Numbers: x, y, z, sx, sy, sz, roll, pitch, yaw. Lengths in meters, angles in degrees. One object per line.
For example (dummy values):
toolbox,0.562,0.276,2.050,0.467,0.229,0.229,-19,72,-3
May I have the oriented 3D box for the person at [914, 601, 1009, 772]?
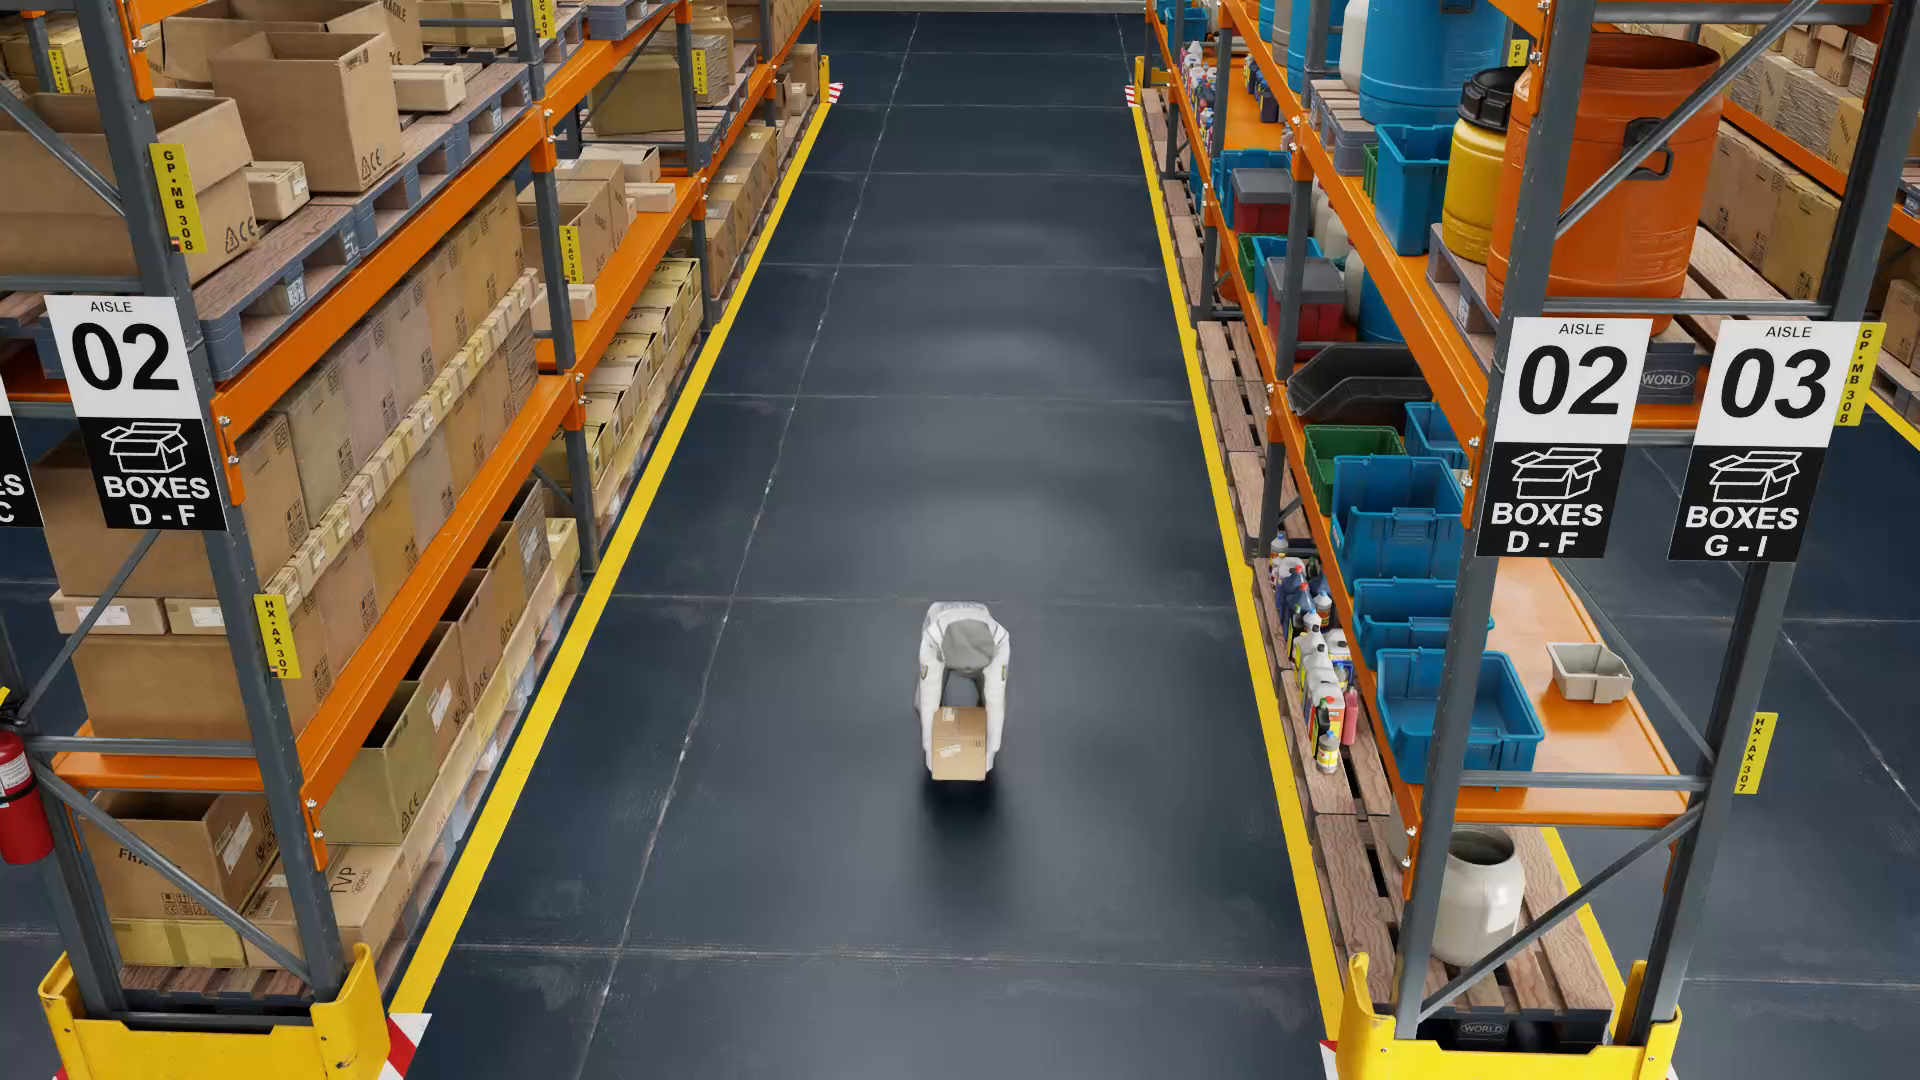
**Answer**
person,0.007,0.676,8.090,0.457,0.983,0.882,0,28,0
